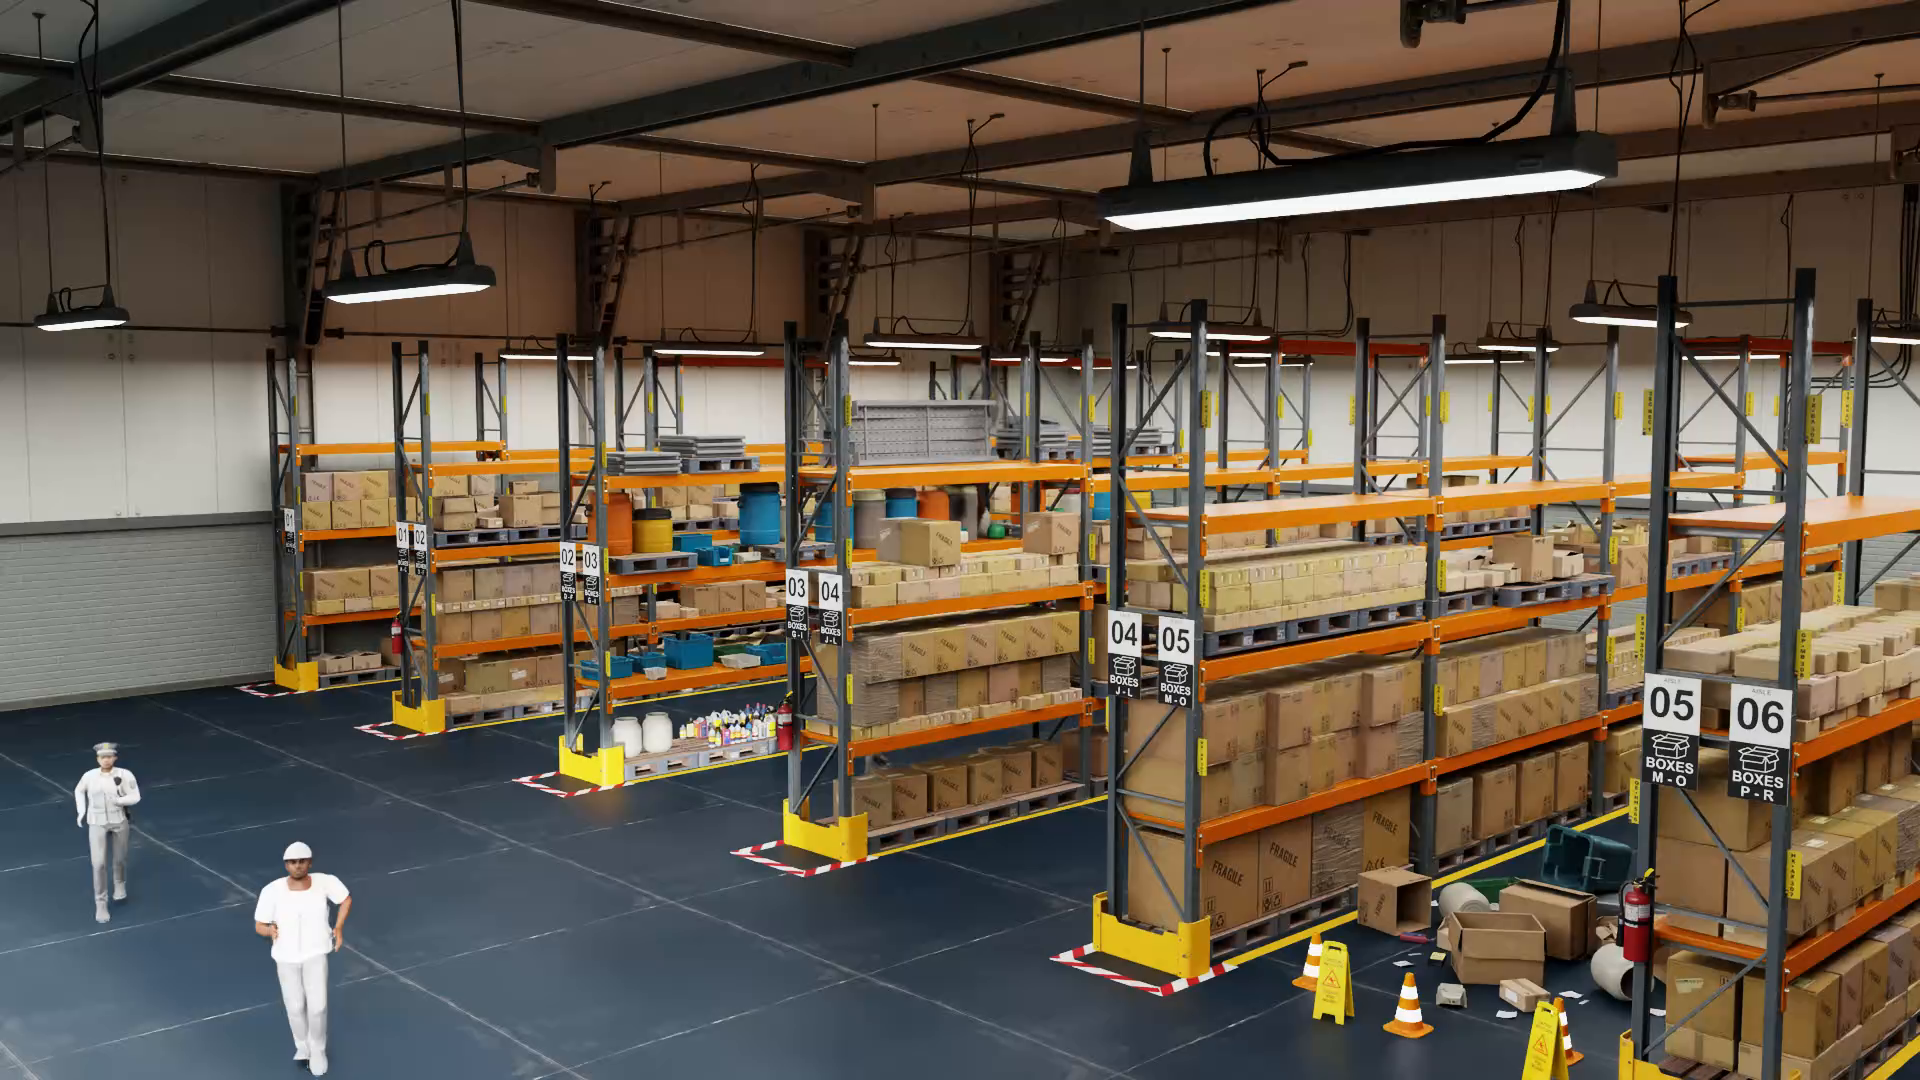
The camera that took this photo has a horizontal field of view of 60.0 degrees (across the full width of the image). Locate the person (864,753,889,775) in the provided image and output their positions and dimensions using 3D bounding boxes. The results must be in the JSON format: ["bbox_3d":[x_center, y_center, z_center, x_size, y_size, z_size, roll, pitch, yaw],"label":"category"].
[{"bbox_3d":[-1.137,2.475,21.693,0.541,1.574,0.867,3,6,30],"label":"person"}]

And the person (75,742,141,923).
[{"bbox_3d":[-8.519,2.872,16.646,0.587,1.741,0.791,-2,6,-26],"label":"person"}]

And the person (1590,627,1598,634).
[{"bbox_3d":[9.679,2.153,25.342,0.653,1.658,0.578,-4,7,-40],"label":"person"}]

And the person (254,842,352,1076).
[{"bbox_3d":[-5.007,3.198,12.673,0.677,1.794,0.683,-1,5,-16],"label":"person"}]
